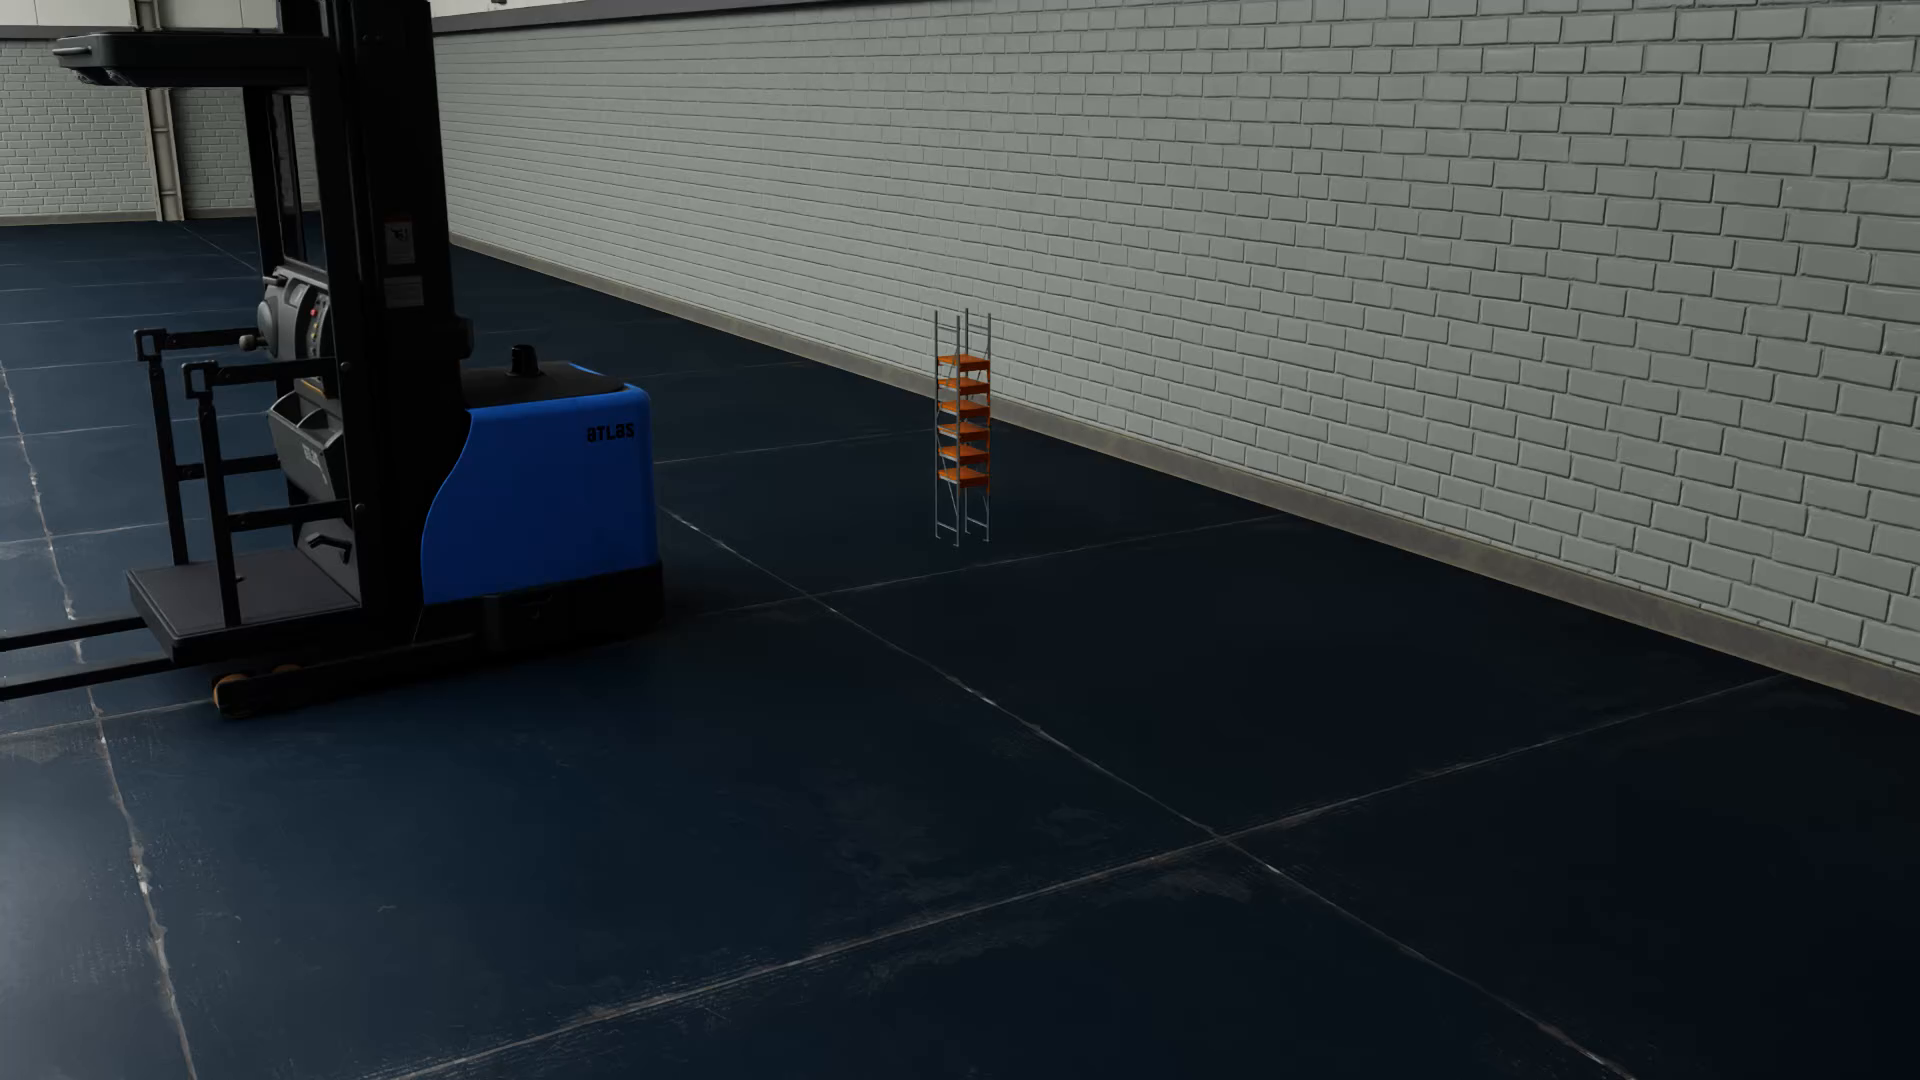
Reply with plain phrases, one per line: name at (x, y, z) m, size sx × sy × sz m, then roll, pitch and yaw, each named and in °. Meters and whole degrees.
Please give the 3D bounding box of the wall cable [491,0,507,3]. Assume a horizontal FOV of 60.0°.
wall cable at (-5.151, -9.238, 18.733) m, size 0.169 × 6.003 × 2.305 m, roll -9°, pitch 18°, yaw -30°

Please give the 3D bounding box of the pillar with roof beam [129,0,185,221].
pillar with roof beam at (-11.015, -8.700, 23.112) m, size 0.400 × 9.000 × 9.100 m, roll -9°, pitch 18°, yaw -30°

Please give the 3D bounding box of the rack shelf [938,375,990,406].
rack shelf at (0.012, -0.768, 8.541) m, size 0.180 × 0.103 × 0.258 m, roll -9°, pitch 18°, yaw -30°

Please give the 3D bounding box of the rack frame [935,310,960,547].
rack frame at (-0.066, -0.567, 8.548) m, size 0.006 × 1.200 × 0.240 m, roll -9°, pitch 18°, yaw -30°

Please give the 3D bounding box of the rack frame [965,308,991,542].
rack frame at (0.091, -0.592, 8.639) m, size 0.006 × 1.200 × 0.240 m, roll -9°, pitch 18°, yaw -30°

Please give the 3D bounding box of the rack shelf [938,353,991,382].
rack shelf at (0.012, -0.884, 8.508) m, size 0.180 × 0.103 × 0.258 m, roll -9°, pitch 18°, yaw -30°

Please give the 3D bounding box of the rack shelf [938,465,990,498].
rack shelf at (0.012, -0.306, 8.670) m, size 0.180 × 0.103 × 0.258 m, roll -9°, pitch 18°, yaw -30°

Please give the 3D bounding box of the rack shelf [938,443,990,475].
rack shelf at (0.012, -0.421, 8.638) m, size 0.180 × 0.103 × 0.258 m, roll -9°, pitch 18°, yaw -30°

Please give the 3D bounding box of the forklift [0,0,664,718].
forklift at (-2.806, -0.894, 6.509) m, size 3.031 × 2.935 × 1.130 m, roll -11°, pitch 19°, yaw -33°

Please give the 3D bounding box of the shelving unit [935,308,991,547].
shelving unit at (0.012, -0.580, 8.593) m, size 0.189 × 1.200 × 0.258 m, roll -9°, pitch 18°, yaw -30°

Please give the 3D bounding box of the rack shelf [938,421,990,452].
rack shelf at (0.012, -0.537, 8.605) m, size 0.180 × 0.103 × 0.258 m, roll -9°, pitch 18°, yaw -30°

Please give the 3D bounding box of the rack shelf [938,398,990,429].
rack shelf at (0.012, -0.653, 8.573) m, size 0.180 × 0.103 × 0.258 m, roll -9°, pitch 18°, yaw -30°
